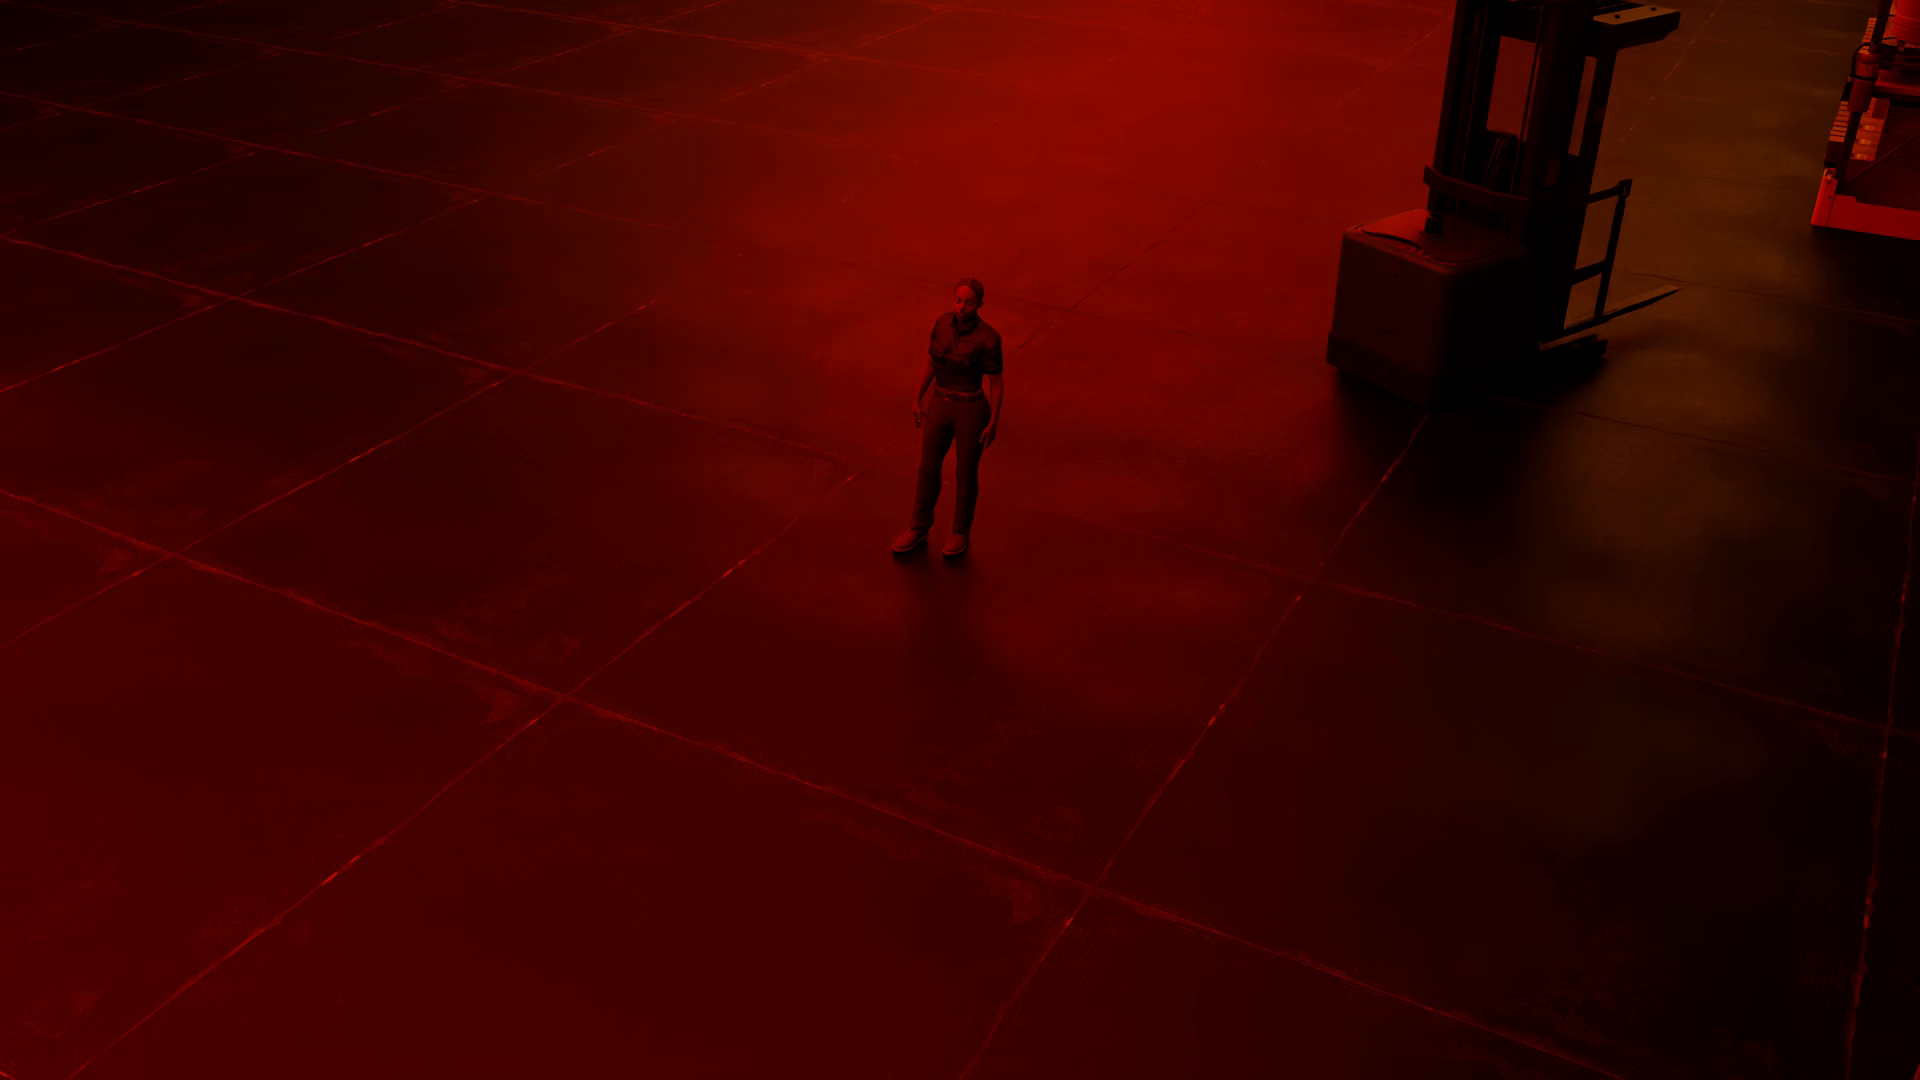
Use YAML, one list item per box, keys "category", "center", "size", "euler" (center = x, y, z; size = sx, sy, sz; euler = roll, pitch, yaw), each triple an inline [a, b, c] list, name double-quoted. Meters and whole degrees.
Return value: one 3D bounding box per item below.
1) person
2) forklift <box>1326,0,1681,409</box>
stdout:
- category: "person"
  center: [-0.060, -0.689, 9.527]
  size: [0.569, 1.656, 0.503]
  euler: [15, 33, 25]
- category: "forklift"
  center: [4.169, -2.742, 11.822]
  size: [3.031, 2.935, 1.130]
  euler: [-19, 35, -30]
